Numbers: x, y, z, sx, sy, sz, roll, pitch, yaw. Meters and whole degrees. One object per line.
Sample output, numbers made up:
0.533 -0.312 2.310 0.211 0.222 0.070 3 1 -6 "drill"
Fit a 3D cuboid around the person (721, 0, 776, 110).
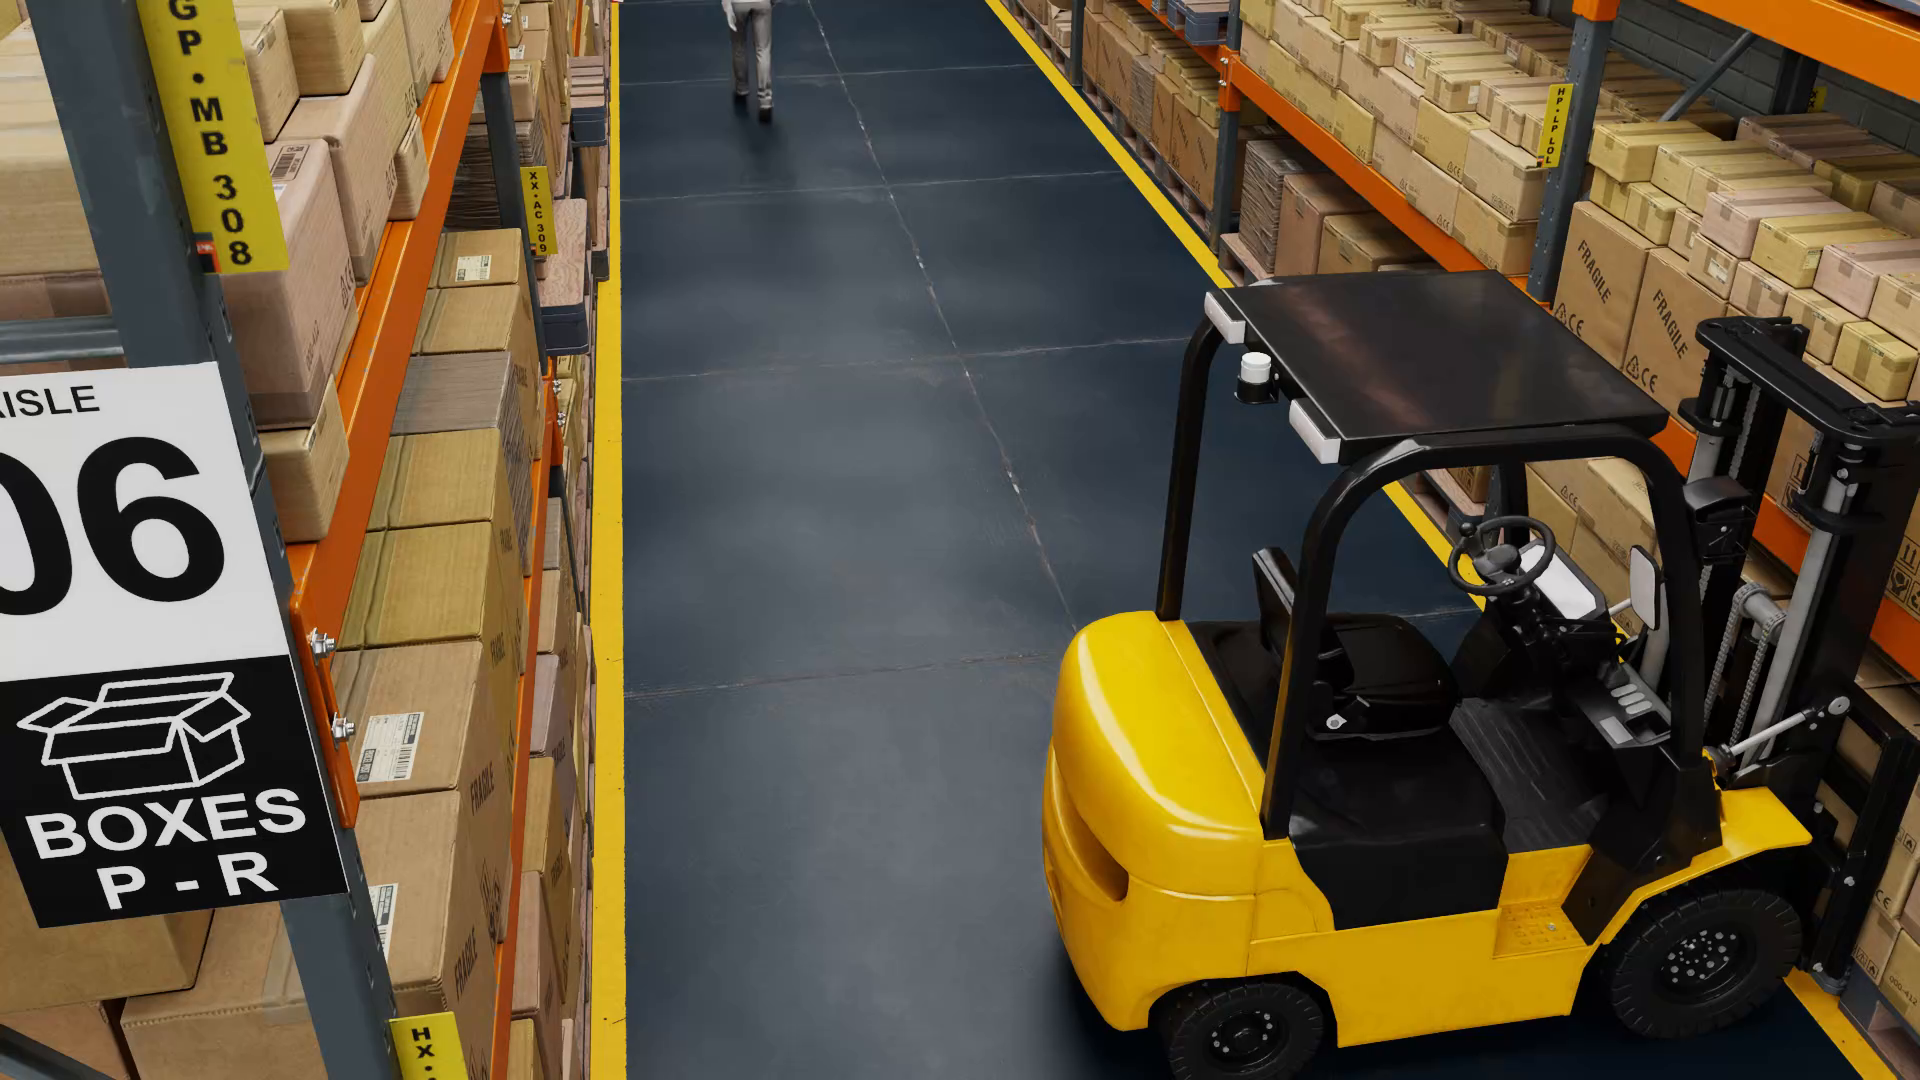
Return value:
-1.684 -4.327 13.331 0.491 1.637 0.986 -5 31 -9 "person"
